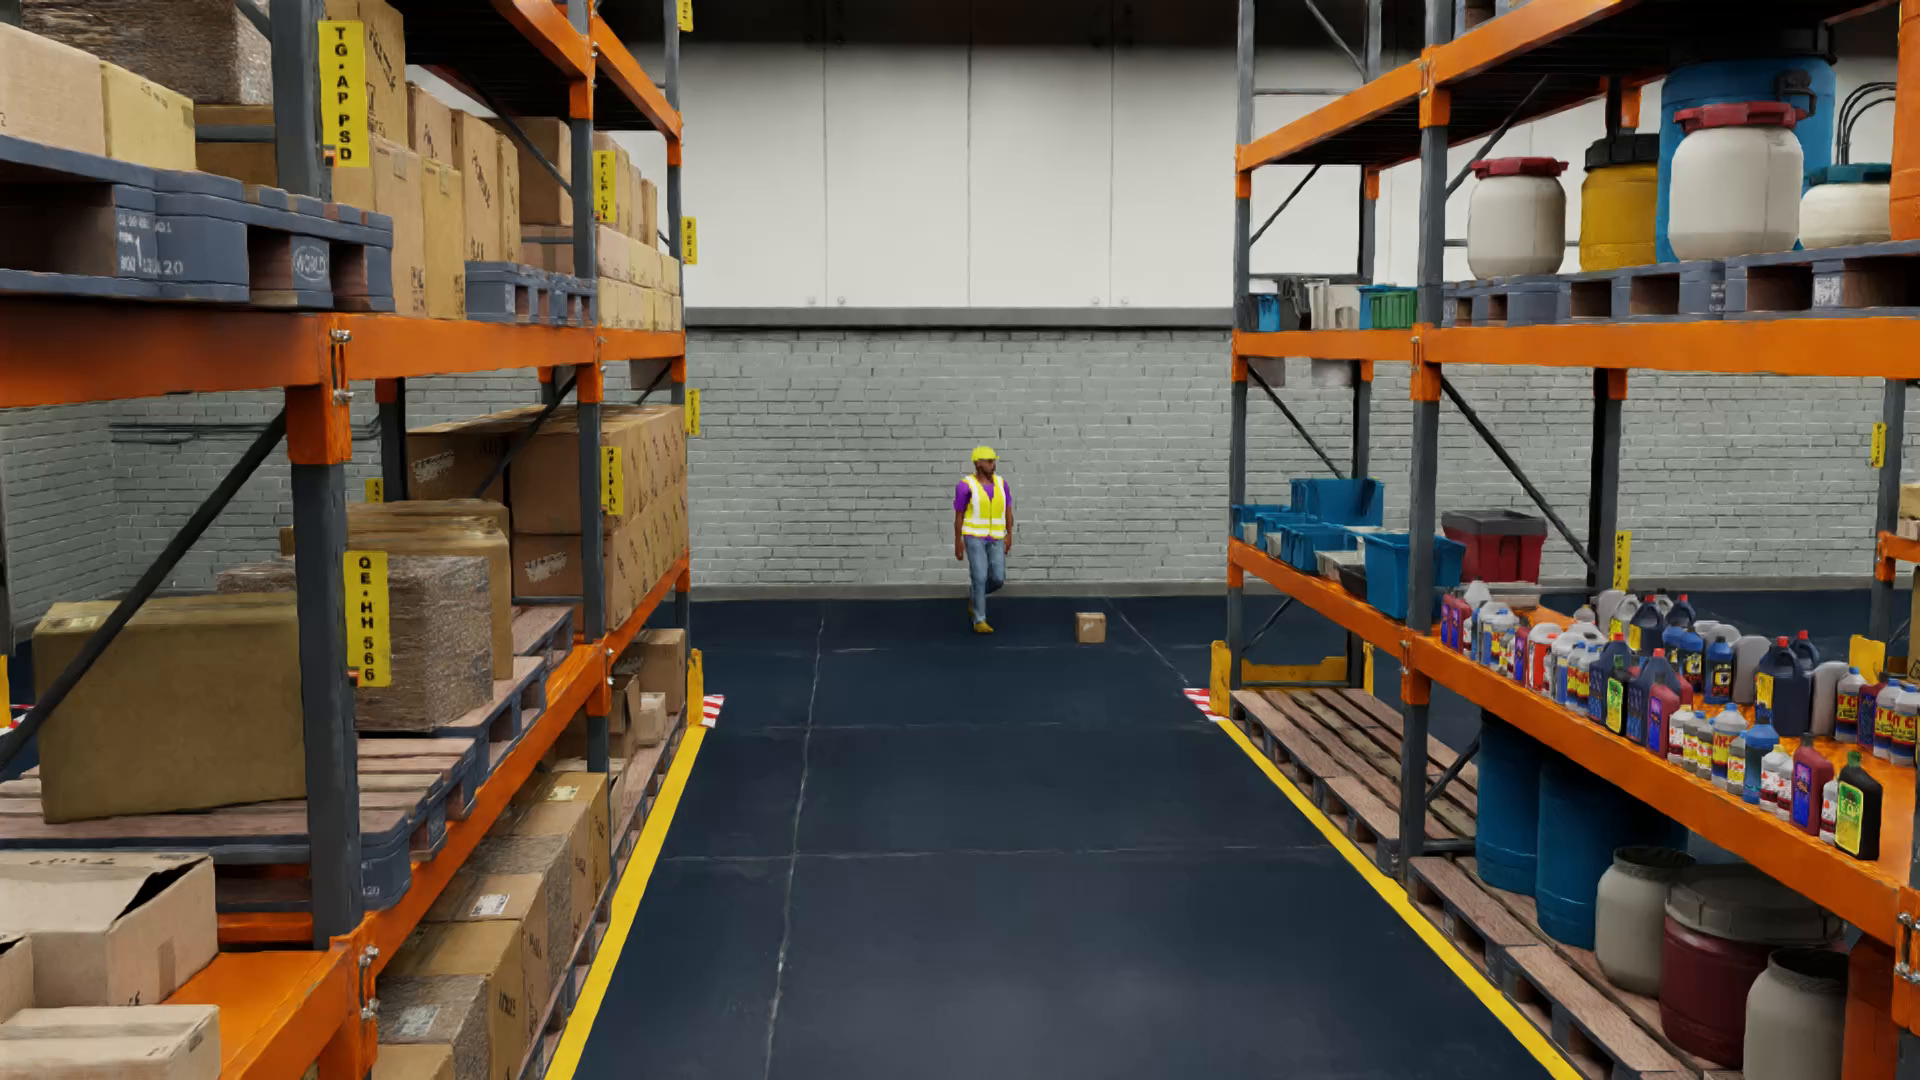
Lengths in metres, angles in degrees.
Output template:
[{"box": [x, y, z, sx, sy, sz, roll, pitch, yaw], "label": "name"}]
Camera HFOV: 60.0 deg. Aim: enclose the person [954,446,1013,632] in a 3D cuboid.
[{"box": [0.224, -0.027, 15.813, 0.587, 1.749, 0.714, -3, 7, -23], "label": "person"}]
